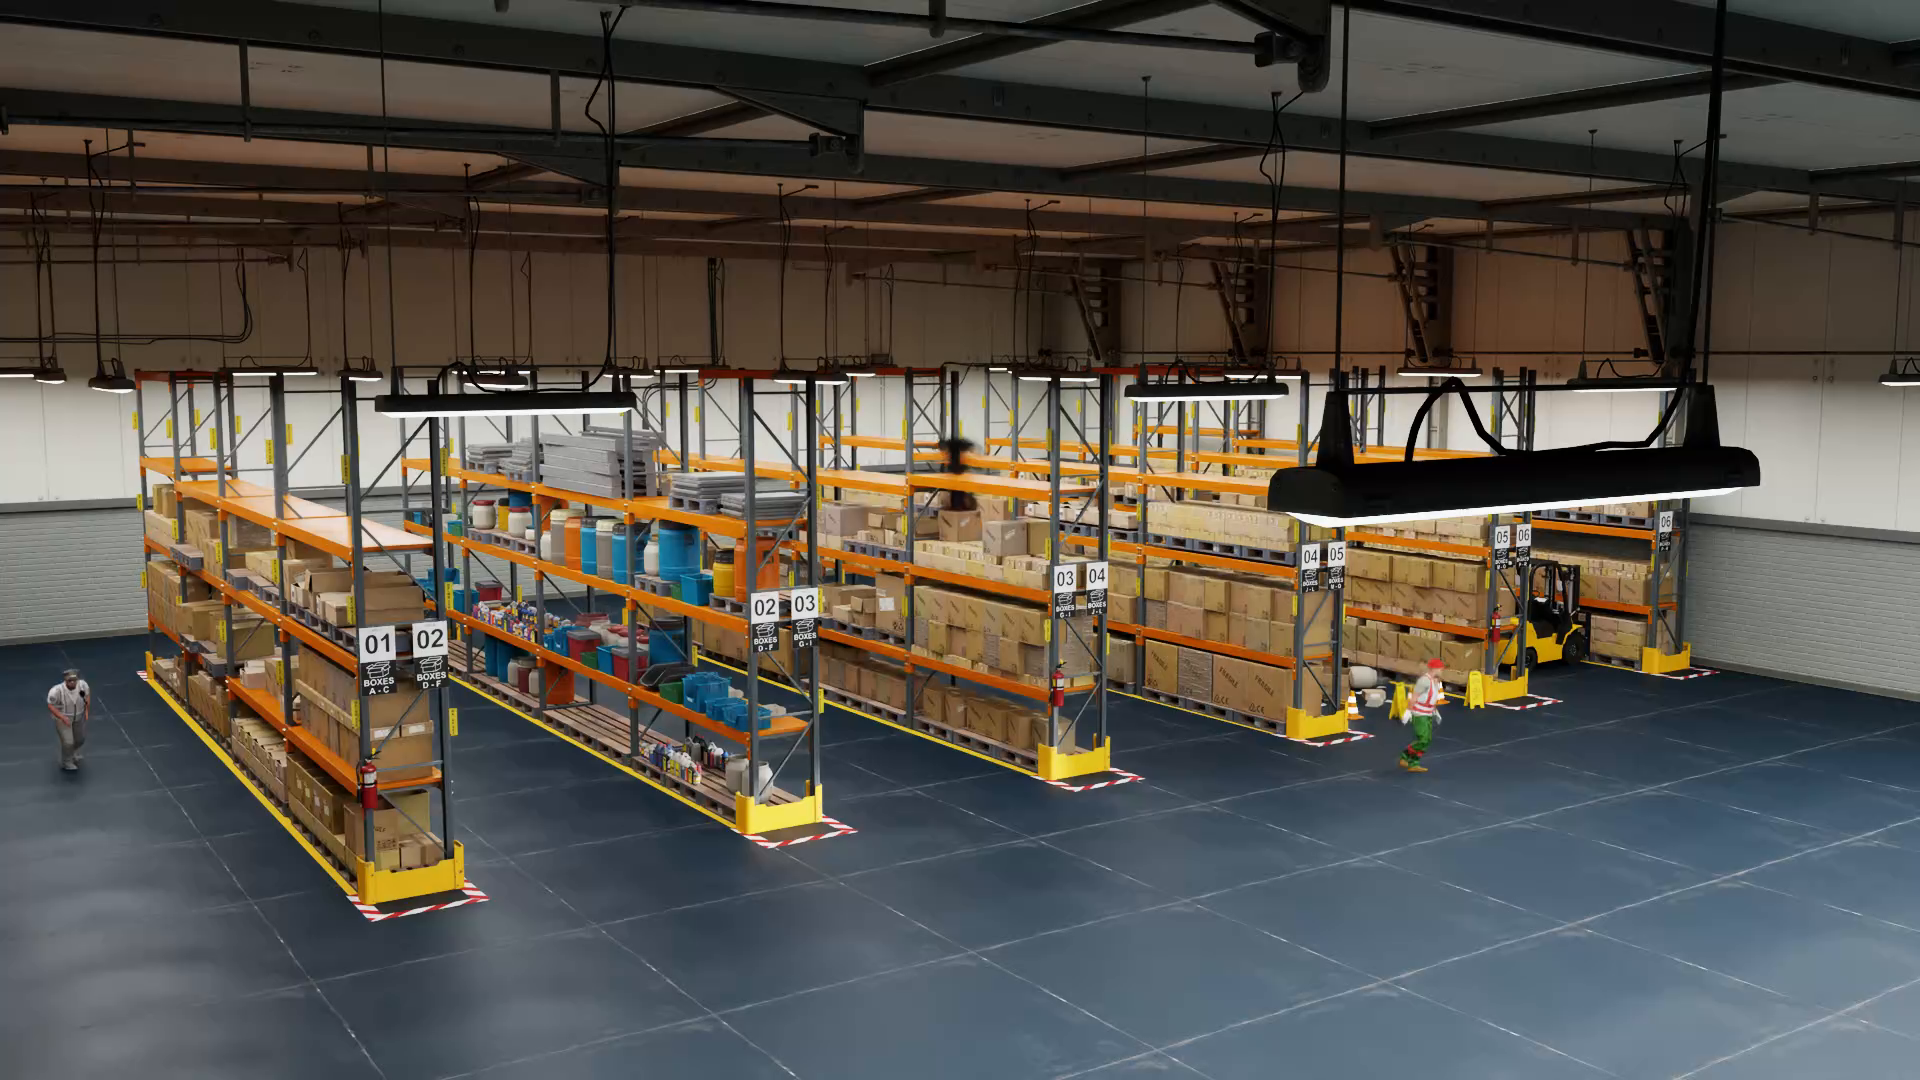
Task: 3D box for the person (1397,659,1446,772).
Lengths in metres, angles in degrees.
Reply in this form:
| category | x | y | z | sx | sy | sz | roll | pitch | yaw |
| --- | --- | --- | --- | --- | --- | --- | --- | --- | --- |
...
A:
| category | x | y | z | sx | sy | sz | roll | pitch | yaw |
| --- | --- | --- | --- | --- | --- | --- | --- | --- | --- |
| person | 6.968 | 2.644 | 25.044 | 0.601 | 1.736 | 0.721 | 4 | 8 | 32 |

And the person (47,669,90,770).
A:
| category | x | y | z | sx | sy | sz | roll | pitch | yaw |
| --- | --- | --- | --- | --- | --- | --- | --- | --- | --- |
| person | -13.534 | 2.700 | 25.240 | 0.912 | 1.590 | 0.687 | 4 | 8 | 33 |
